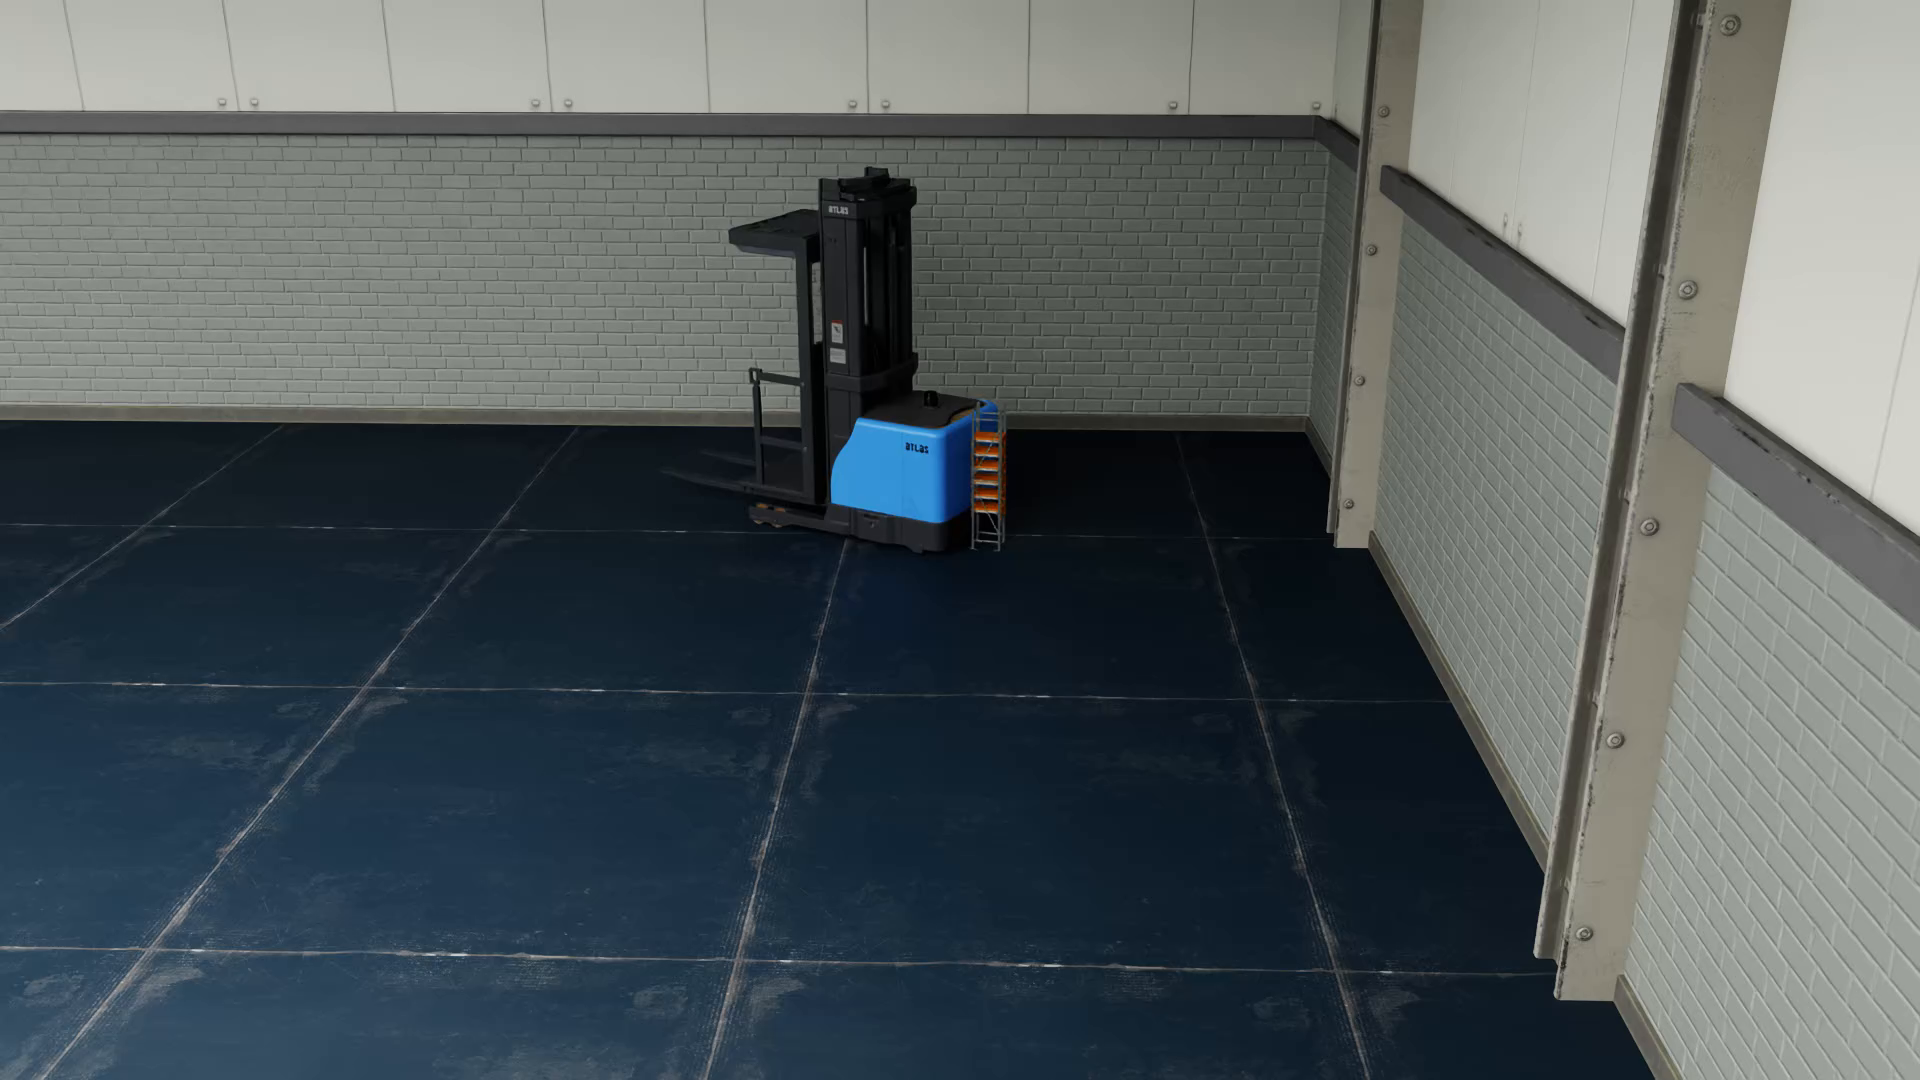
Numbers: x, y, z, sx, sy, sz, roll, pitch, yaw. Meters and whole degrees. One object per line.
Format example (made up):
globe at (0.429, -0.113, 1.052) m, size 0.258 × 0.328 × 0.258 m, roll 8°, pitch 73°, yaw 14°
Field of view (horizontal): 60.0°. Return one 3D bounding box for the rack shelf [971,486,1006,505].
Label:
rack shelf at (0.233, -0.351, 13.524) m, size 0.258 × 0.103 × 0.180 m, roll 5°, pitch 22°, yaw 12°

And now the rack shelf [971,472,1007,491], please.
rack shelf at (0.233, -0.463, 13.480) m, size 0.258 × 0.103 × 0.180 m, roll 5°, pitch 22°, yaw 12°

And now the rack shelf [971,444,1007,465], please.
rack shelf at (0.233, -0.687, 13.393) m, size 0.258 × 0.103 × 0.180 m, roll 5°, pitch 22°, yaw 12°

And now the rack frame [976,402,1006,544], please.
rack frame at (0.254, -0.537, 13.547) m, size 0.240 × 1.200 × 0.006 m, roll 5°, pitch 22°, yaw 12°

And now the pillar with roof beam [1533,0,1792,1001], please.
pillar with roof beam at (-1.247, -2.081, 6.745) m, size 9.100 × 9.000 × 0.400 m, roll 1°, pitch 21°, yaw 2°

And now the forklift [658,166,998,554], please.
forklift at (-1.214, -1.623, 13.953) m, size 3.031 × 2.935 × 1.130 m, roll 11°, pitch 24°, yaw 27°

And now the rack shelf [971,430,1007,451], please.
rack shelf at (0.233, -0.799, 13.350) m, size 0.258 × 0.103 × 0.180 m, roll 5°, pitch 22°, yaw 12°

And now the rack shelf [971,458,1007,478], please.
rack shelf at (0.233, -0.575, 13.437) m, size 0.258 × 0.103 × 0.180 m, roll 5°, pitch 22°, yaw 12°

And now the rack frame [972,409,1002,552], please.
rack frame at (0.212, -0.472, 13.381) m, size 0.240 × 1.200 × 0.006 m, roll 5°, pitch 22°, yaw 12°

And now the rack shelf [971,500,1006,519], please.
rack shelf at (0.233, -0.239, 13.567) m, size 0.258 × 0.103 × 0.180 m, roll 5°, pitch 22°, yaw 12°

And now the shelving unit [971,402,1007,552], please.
shelving unit at (0.233, -0.505, 13.464) m, size 0.258 × 1.200 × 0.189 m, roll 5°, pitch 22°, yaw 12°

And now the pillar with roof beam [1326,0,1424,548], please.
pillar with roof beam at (-1.064, -4.250, 12.336) m, size 9.100 × 9.000 × 0.400 m, roll 1°, pitch 21°, yaw 2°
